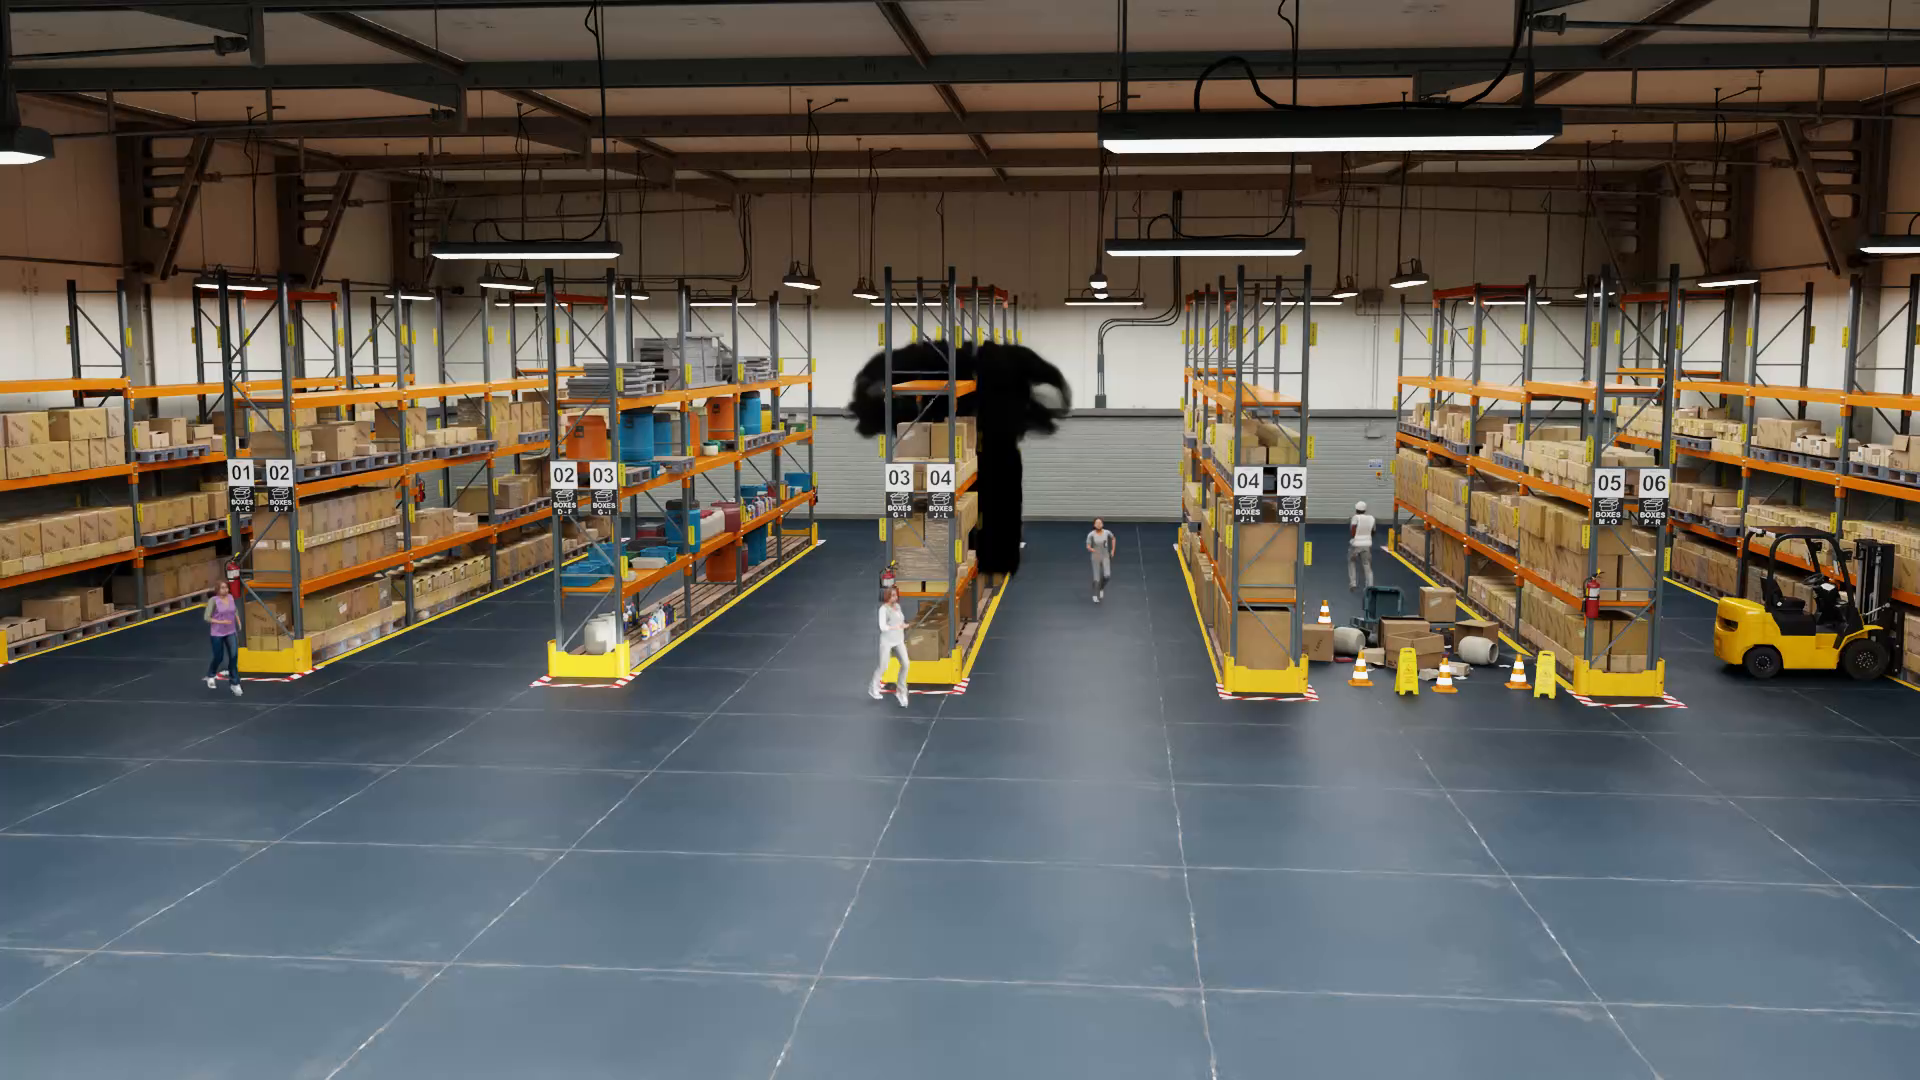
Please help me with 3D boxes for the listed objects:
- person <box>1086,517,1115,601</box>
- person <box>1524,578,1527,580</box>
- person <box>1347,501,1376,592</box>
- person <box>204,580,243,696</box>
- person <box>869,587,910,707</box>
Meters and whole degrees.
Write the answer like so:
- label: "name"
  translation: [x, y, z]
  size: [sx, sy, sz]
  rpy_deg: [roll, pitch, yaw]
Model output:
- label: "person"
  translation: [2.665, 0.374, 31.436]
  size: [0.582, 1.622, 0.740]
  rpy_deg: [0, 7, -3]
- label: "person"
  translation: [11.666, 0.053, 33.630]
  size: [0.668, 1.855, 0.862]
  rpy_deg: [0, 7, -1]
- label: "person"
  translation: [7.890, 0.158, 32.682]
  size: [0.612, 1.830, 0.839]
  rpy_deg: [-1, 7, -7]
- label: "person"
  translation: [-10.421, 1.363, 23.507]
  size: [0.746, 1.638, 0.559]
  rpy_deg: [6, 9, 40]
- label: "person"
  translation: [-0.933, 1.452, 22.739]
  size: [0.523, 1.646, 0.735]
  rpy_deg: [-7, 10, -43]
